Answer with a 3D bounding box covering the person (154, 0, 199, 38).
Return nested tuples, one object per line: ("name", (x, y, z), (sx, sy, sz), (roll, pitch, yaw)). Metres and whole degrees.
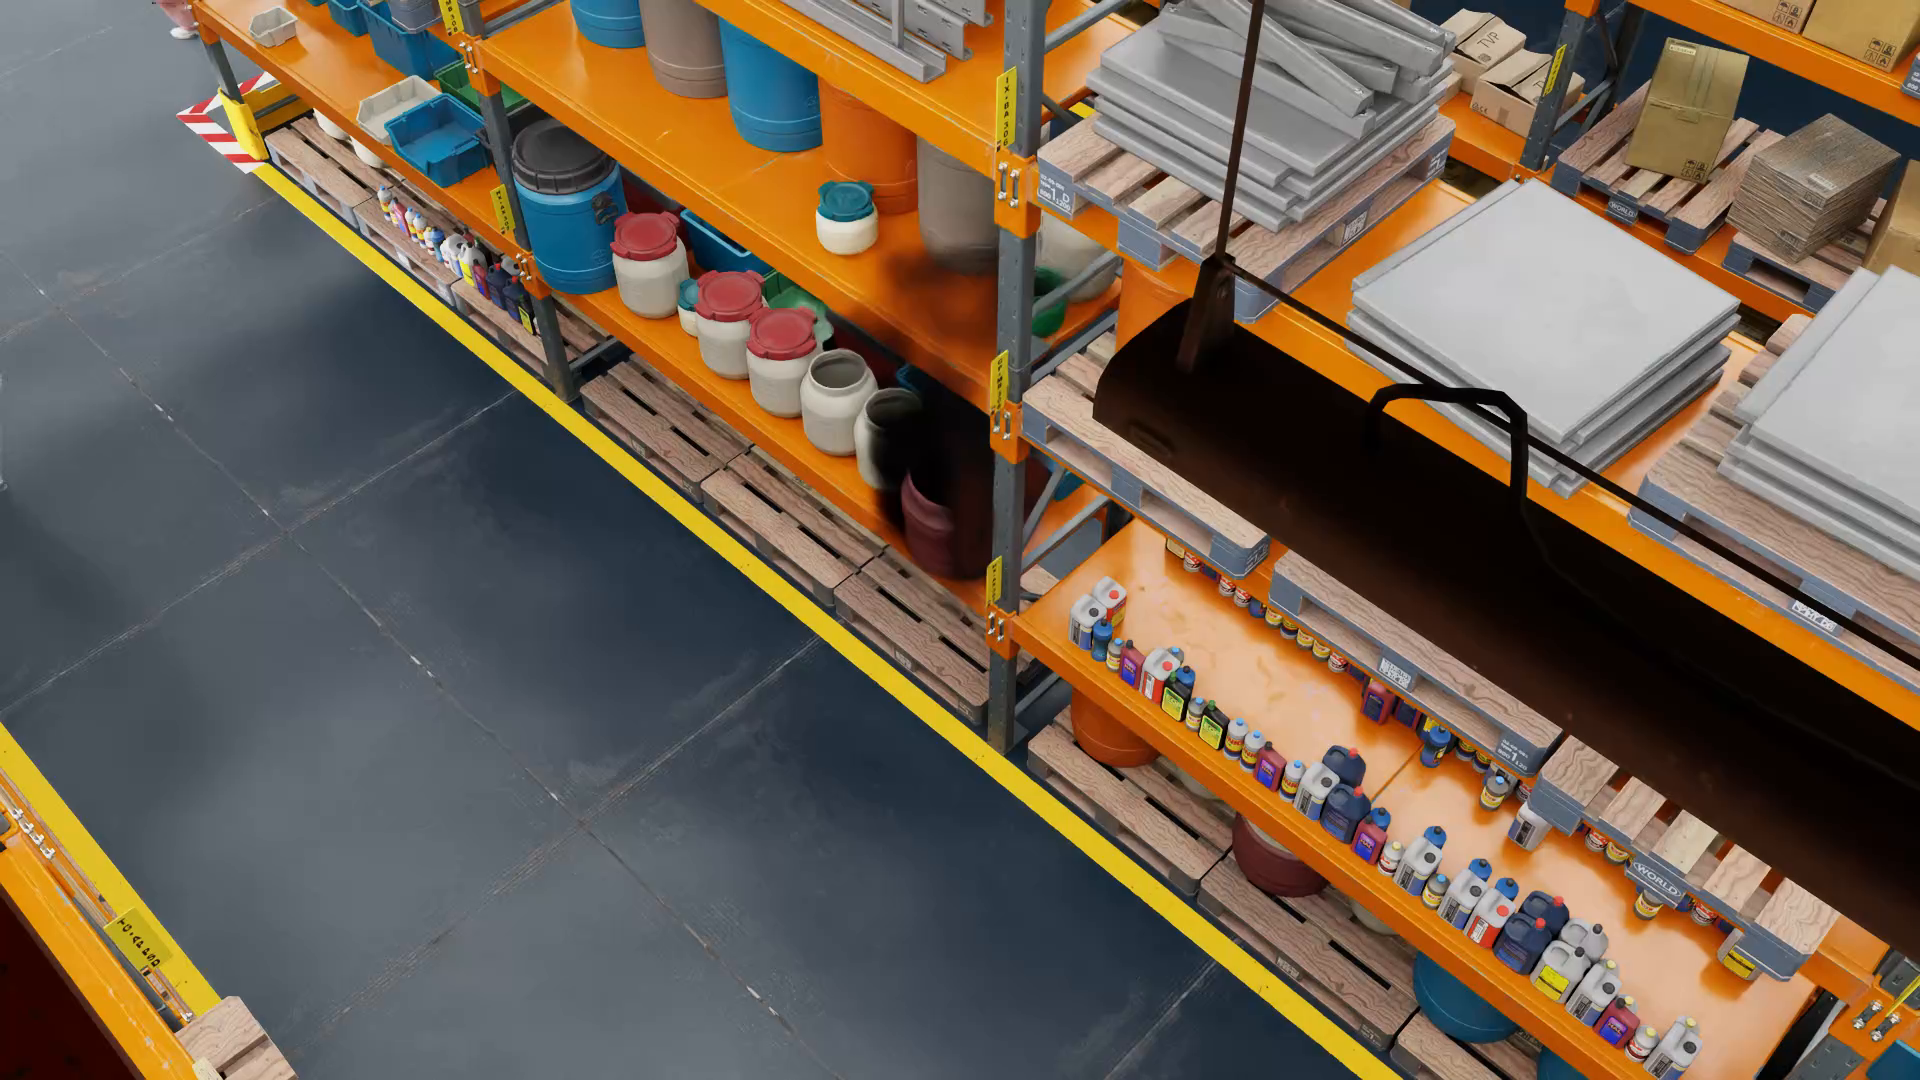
("person", (-6.328, -4.758, 13.332), (0.562, 1.632, 0.576), (-12, 51, -10))
